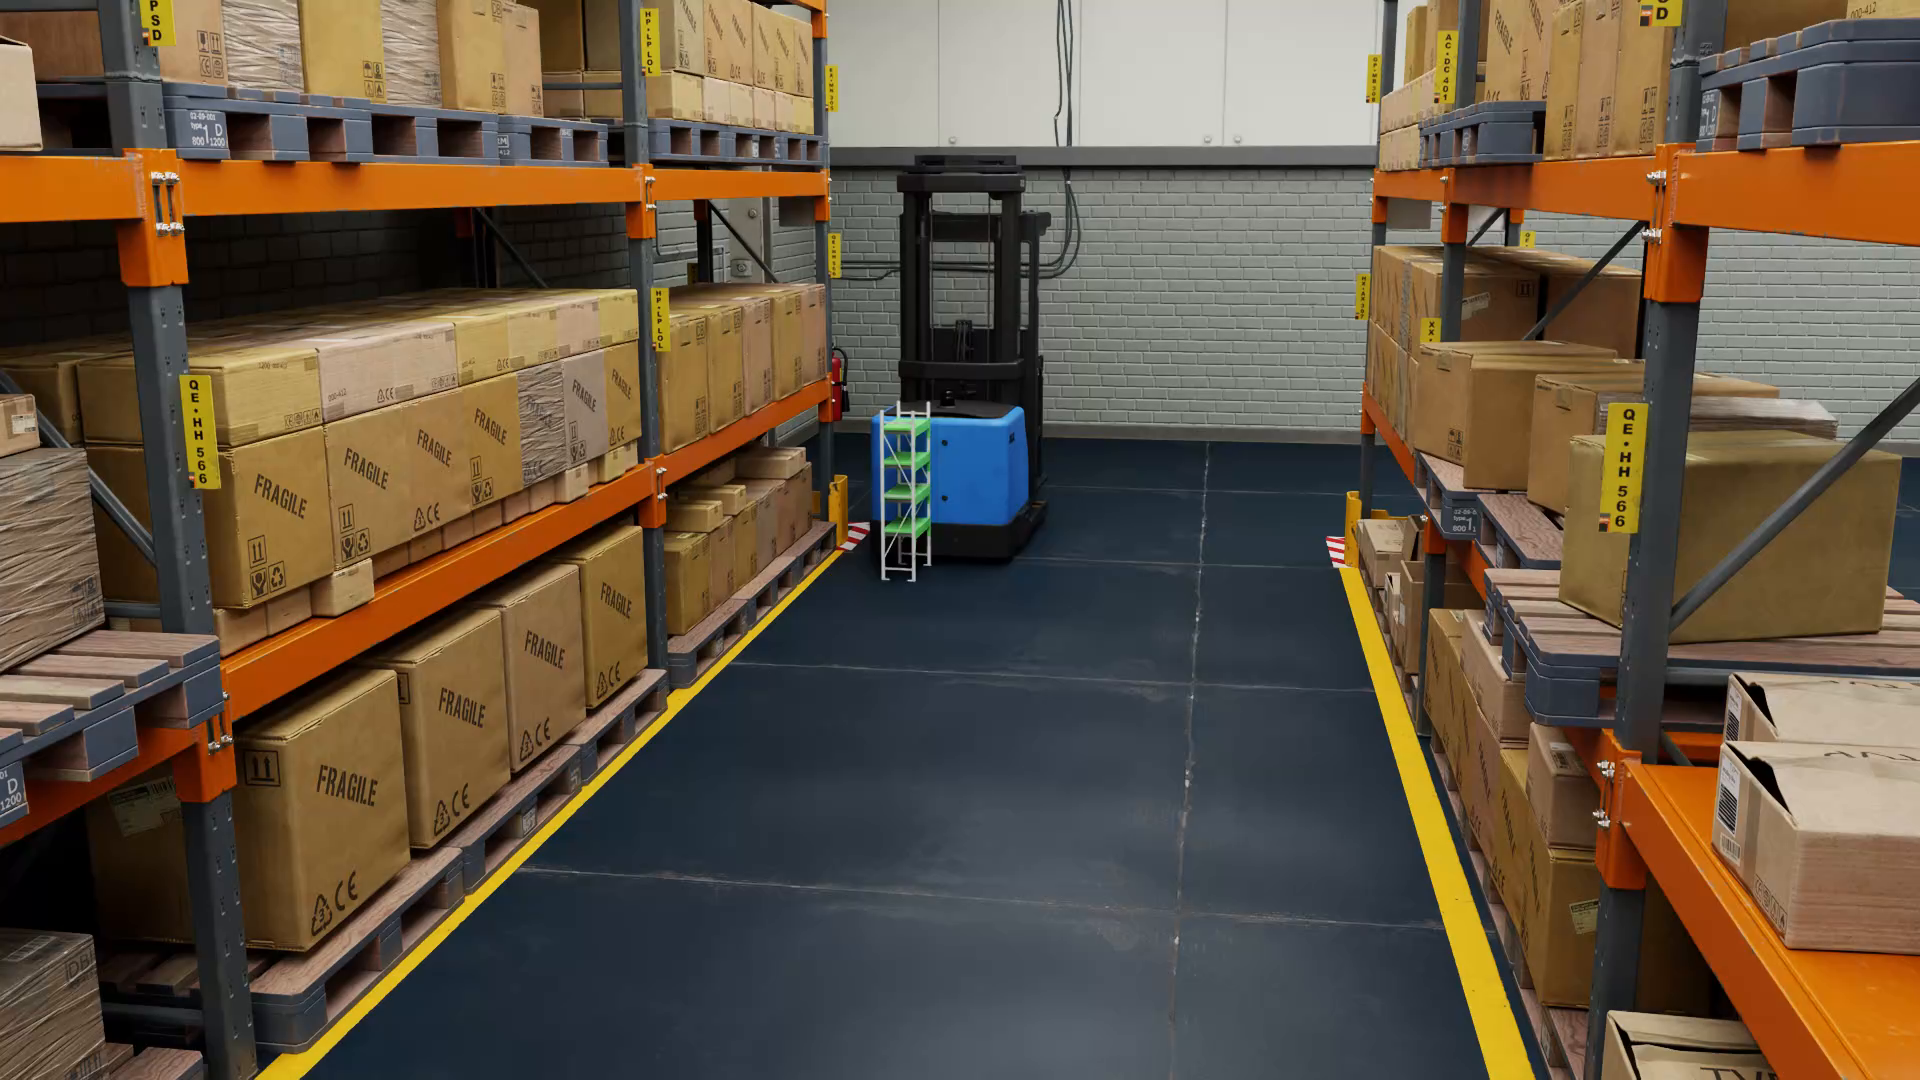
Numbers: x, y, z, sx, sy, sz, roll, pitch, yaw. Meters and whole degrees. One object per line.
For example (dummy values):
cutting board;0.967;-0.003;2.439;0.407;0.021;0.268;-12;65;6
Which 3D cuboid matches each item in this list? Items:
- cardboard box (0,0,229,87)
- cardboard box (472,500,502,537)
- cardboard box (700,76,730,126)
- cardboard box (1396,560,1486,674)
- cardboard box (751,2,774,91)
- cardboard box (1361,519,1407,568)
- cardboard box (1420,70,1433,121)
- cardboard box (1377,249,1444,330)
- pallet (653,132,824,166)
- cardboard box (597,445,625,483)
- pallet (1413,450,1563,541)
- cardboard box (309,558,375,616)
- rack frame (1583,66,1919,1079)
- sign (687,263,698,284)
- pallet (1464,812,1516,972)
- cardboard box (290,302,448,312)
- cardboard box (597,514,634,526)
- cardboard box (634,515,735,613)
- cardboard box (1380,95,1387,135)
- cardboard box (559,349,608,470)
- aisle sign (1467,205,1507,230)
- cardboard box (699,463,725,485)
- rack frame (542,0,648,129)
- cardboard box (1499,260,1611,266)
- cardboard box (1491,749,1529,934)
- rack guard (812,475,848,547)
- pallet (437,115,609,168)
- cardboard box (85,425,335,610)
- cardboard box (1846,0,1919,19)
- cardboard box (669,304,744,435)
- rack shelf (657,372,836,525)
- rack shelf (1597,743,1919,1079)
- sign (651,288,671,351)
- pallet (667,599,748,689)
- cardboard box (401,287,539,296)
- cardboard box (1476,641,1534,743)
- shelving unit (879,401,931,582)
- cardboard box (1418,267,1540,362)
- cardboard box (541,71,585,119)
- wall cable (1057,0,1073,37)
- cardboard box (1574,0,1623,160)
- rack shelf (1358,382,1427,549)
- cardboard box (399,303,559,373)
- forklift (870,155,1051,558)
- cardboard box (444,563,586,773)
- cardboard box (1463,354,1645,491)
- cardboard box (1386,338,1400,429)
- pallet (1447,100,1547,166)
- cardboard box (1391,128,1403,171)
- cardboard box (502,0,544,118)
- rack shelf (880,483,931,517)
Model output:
cardboard box;-2.688;-1.626;5.015;0.700;0.500;0.500;1;12;4
cardboard box;-2.152;-0.117;6.964;0.380;0.149;0.250;2;12;10
cardboard box;-1.630;-2.515;9.547;0.500;0.250;0.500;2;12;7
cardboard box;2.614;0.412;8.853;0.500;0.500;0.500;2;12;9
cardboard box;-1.476;-3.100;10.478;0.500;0.500;0.500;1;12;6
cardboard box;2.981;0.037;11.184;0.500;0.250;0.500;2;12;9
cardboard box;2.693;-2.319;8.683;0.500;0.250;0.500;2;12;9
cardboard box;3.020;-1.645;10.895;0.500;0.500;0.500;2;12;9
pallet;-1.577;-2.728;11.623;1.003;0.211;1.213;2;12;9
cardboard box;-1.876;-0.381;8.192;0.380;0.149;0.250;2;12;10
pallet;2.576;-0.211;7.307;1.003;0.211;1.213;2;12;9
cardboard box;-2.253;0.153;5.714;0.380;0.149;0.250;2;12;10
rack frame;2.191;0.365;4.179;1.000;3.000;0.127;2;12;9
sign;-2.021;-1.941;12.637;0.100;0.325;0.005;2;12;9
pallet;2.534;1.321;6.363;1.003;0.211;1.213;2;12;9
cardboard box;-2.563;-0.897;7.264;0.500;0.250;0.500;1;12;7
cardboard box;-2.091;-0.056;9.531;0.380;0.149;0.250;2;12;8
cardboard box;-1.792;0.133;10.194;0.700;0.500;0.500;2;12;8
cardboard box;3.086;-2.839;11.096;0.500;0.250;0.500;2;12;9
cardboard box;-1.979;-0.620;7.762;0.500;0.500;0.500;2;12;9
aisle sign;3.735;-2.575;11.652;0.394;0.787;0.004;2;12;9
cardboard box;-1.815;-0.433;11.281;0.380;0.149;0.250;2;12;9
rack frame;-2.089;-3.560;8.152;1.000;3.000;0.127;2;12;9
cardboard box;3.315;-1.309;9.334;0.500;0.500;0.500;2;12;7
cardboard box;2.183;1.062;5.834;0.500;0.500;0.500;1;12;7
rack guard;-1.470;-0.243;12.934;1.175;0.500;0.348;2;12;9
pallet;-2.181;-1.808;7.595;0.805;0.209;1.217;1;12;6
cardboard box;-2.376;-0.091;5.307;0.500;0.500;0.500;2;12;10
cardboard box;2.177;-1.137;3.388;0.500;0.250;0.500;1;12;4
cardboard box;-1.872;-1.038;9.978;0.980;0.700;0.700;2;12;7
rack shelf;-1.781;-0.692;10.791;1.077;0.370;4.000;2;12;9
rack shelf;1.884;1.133;2.323;1.077;0.370;4.000;2;12;9
sign;-1.551;-1.139;8.598;0.100;0.325;0.005;2;12;9
pallet;-1.894;0.580;9.800;1.003;0.211;1.213;2;12;9
cardboard box;-2.417;-1.111;8.256;0.500;0.250;0.500;2;12;10
cardboard box;2.261;0.578;6.299;0.500;0.250;0.500;2;12;8
shelving unit;-0.382;-0.352;11.777;0.258;1.200;0.503;2;12;11
cardboard box;2.629;-1.119;8.454;0.500;0.500;0.500;2;12;9
cardboard box;-2.215;-2.424;9.125;0.500;0.250;0.500;2;12;9
wall cable;2.423;-6.422;16.813;3.097;2.526;0.112;2;12;9
cardboard box;2.304;-1.348;4.771;0.910;0.500;0.500;2;12;9
rack shelf;3.114;-0.532;10.050;1.077;0.370;4.000;2;12;9
cardboard box;-2.074;-0.880;7.186;0.500;0.250;0.500;2;12;10
forklift;0.120;-1.563;13.287;1.130;2.935;3.031;2;12;11
cardboard box;-2.194;0.543;7.459;0.750;0.750;0.750;2;12;10
cardboard box;2.470;-0.485;6.890;0.700;0.500;0.500;4;13;18
cardboard box;2.860;-0.949;10.041;0.500;0.500;0.500;2;12;9
pallet;2.480;-1.492;6.125;1.213;0.211;1.003;2;12;9
cardboard box;2.927;-2.387;10.184;0.500;0.250;0.500;2;12;9
cardboard box;-2.333;-2.178;7.577;0.700;0.500;0.500;1;12;6
rack shelf;-0.382;-0.289;11.790;0.258;0.148;0.480;2;12;11
